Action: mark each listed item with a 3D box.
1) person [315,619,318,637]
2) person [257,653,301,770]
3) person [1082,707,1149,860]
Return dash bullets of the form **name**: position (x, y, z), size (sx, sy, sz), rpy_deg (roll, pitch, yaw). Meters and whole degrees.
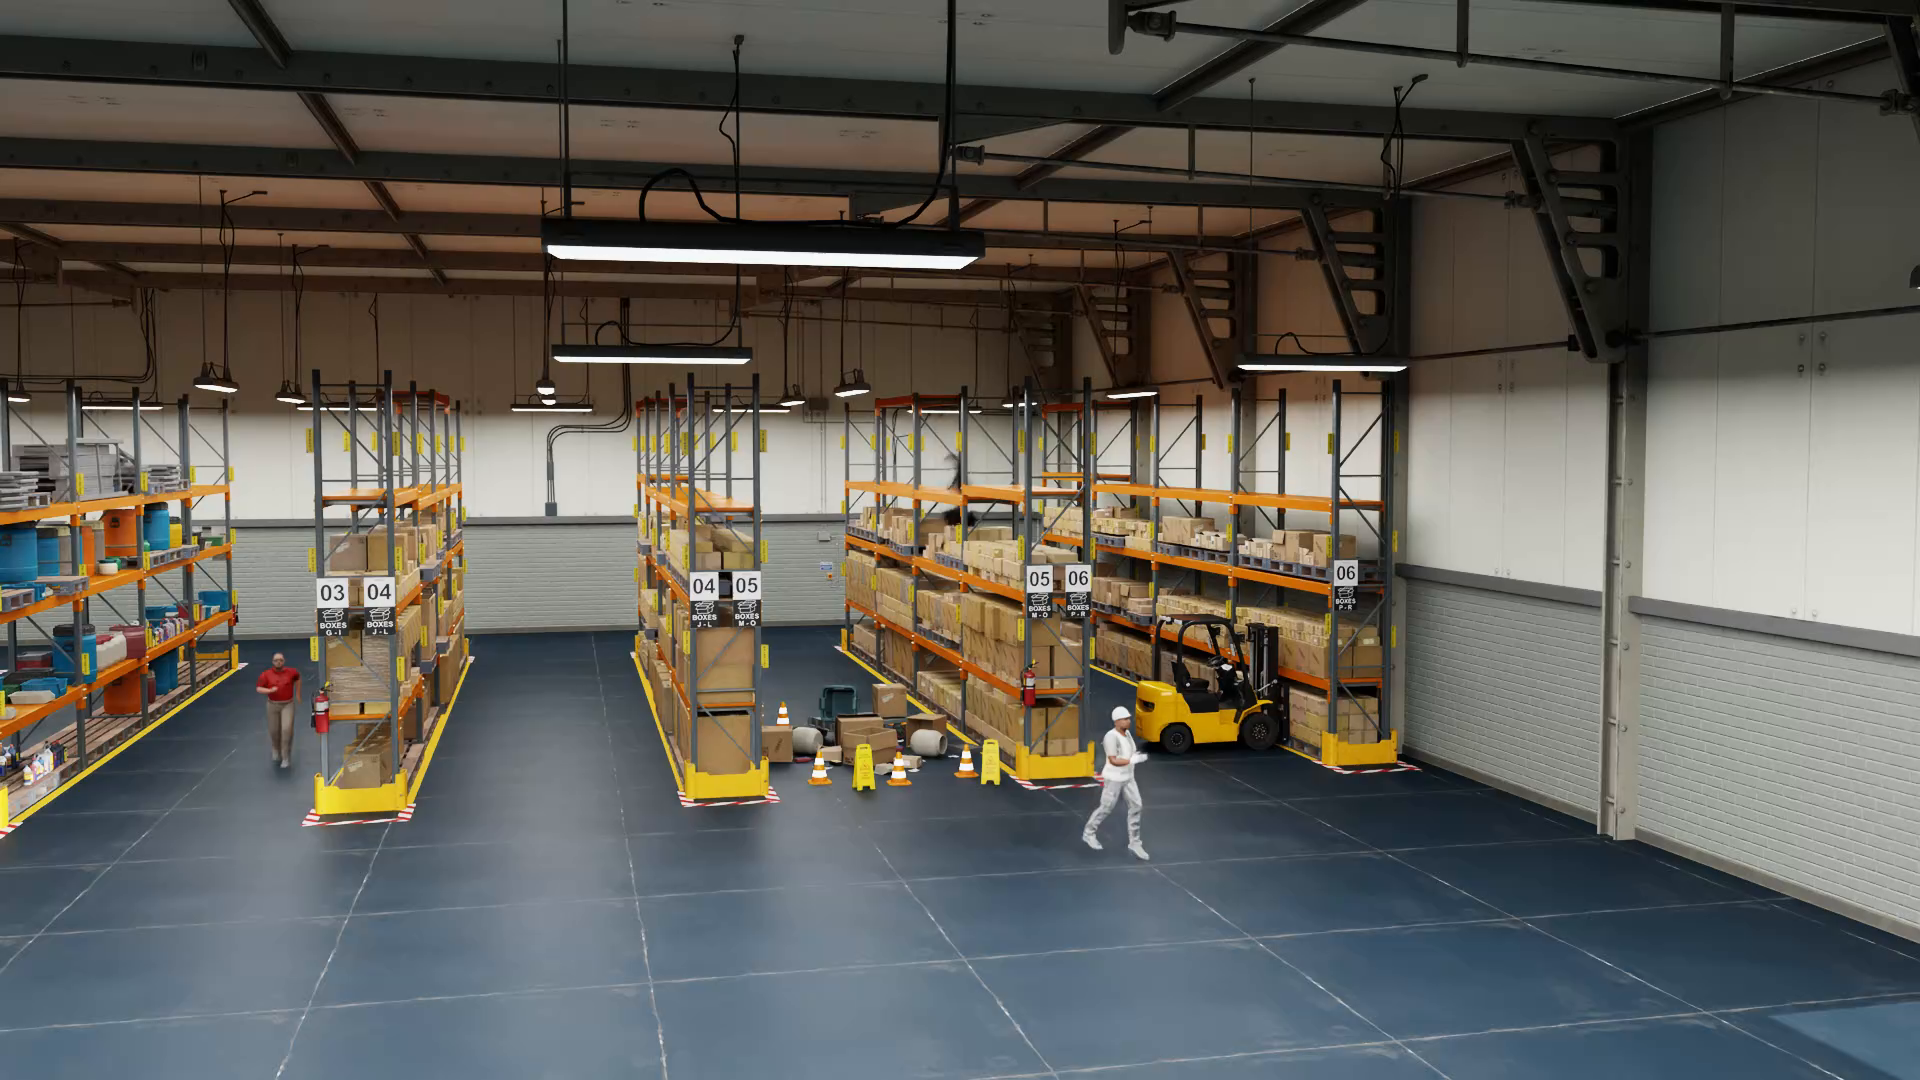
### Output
- **person**: position (-13.068, 2.100, 34.631), size (0.663, 1.787, 0.902), rpy_deg (-1, 4, -20)
- **person**: position (-10.593, 2.631, 25.886), size (0.641, 1.768, 0.915), rpy_deg (-1, 4, -22)
- **person**: position (1.903, 2.930, 20.187), size (0.893, 1.832, 0.666), rpy_deg (2, 4, 35)
